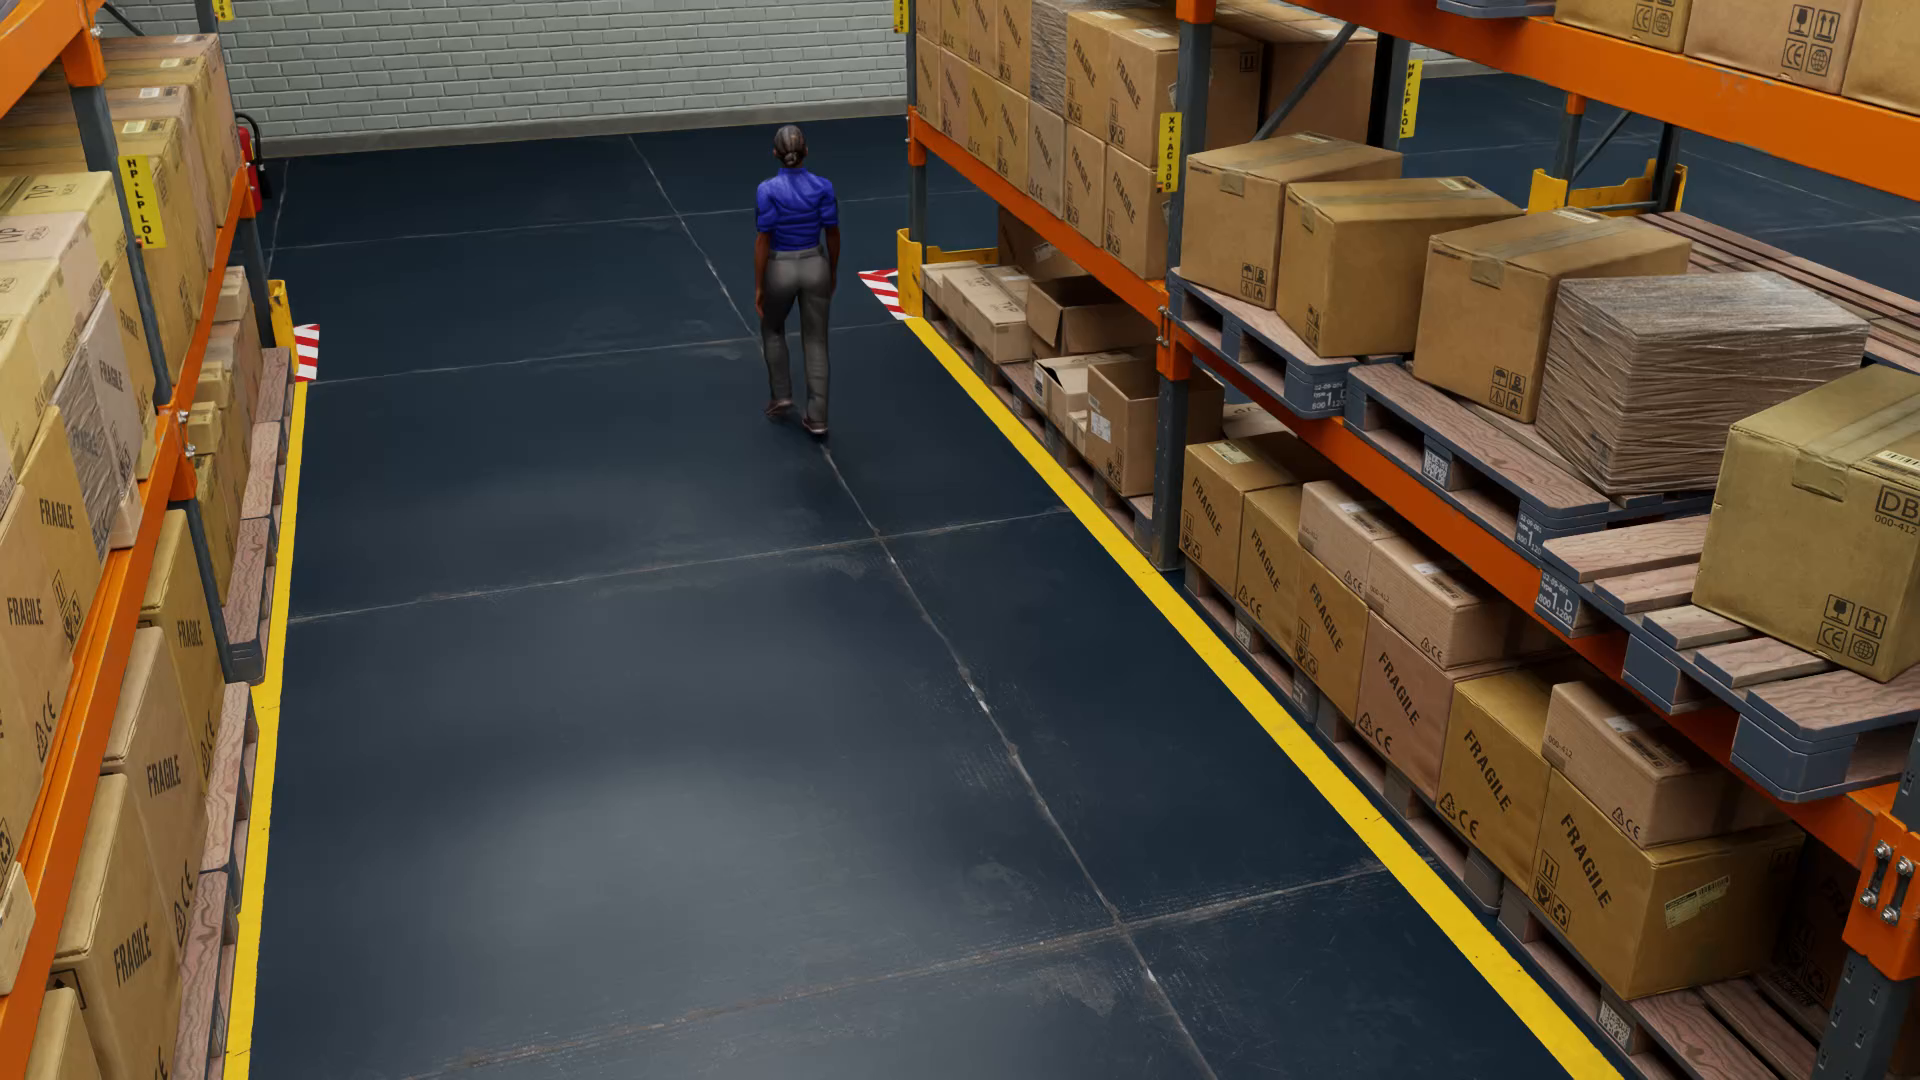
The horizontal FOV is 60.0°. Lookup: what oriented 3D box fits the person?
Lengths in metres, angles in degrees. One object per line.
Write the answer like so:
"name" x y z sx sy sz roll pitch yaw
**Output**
"person" -0.869 -1.429 8.845 0.485 1.558 0.530 -6 27 -12
